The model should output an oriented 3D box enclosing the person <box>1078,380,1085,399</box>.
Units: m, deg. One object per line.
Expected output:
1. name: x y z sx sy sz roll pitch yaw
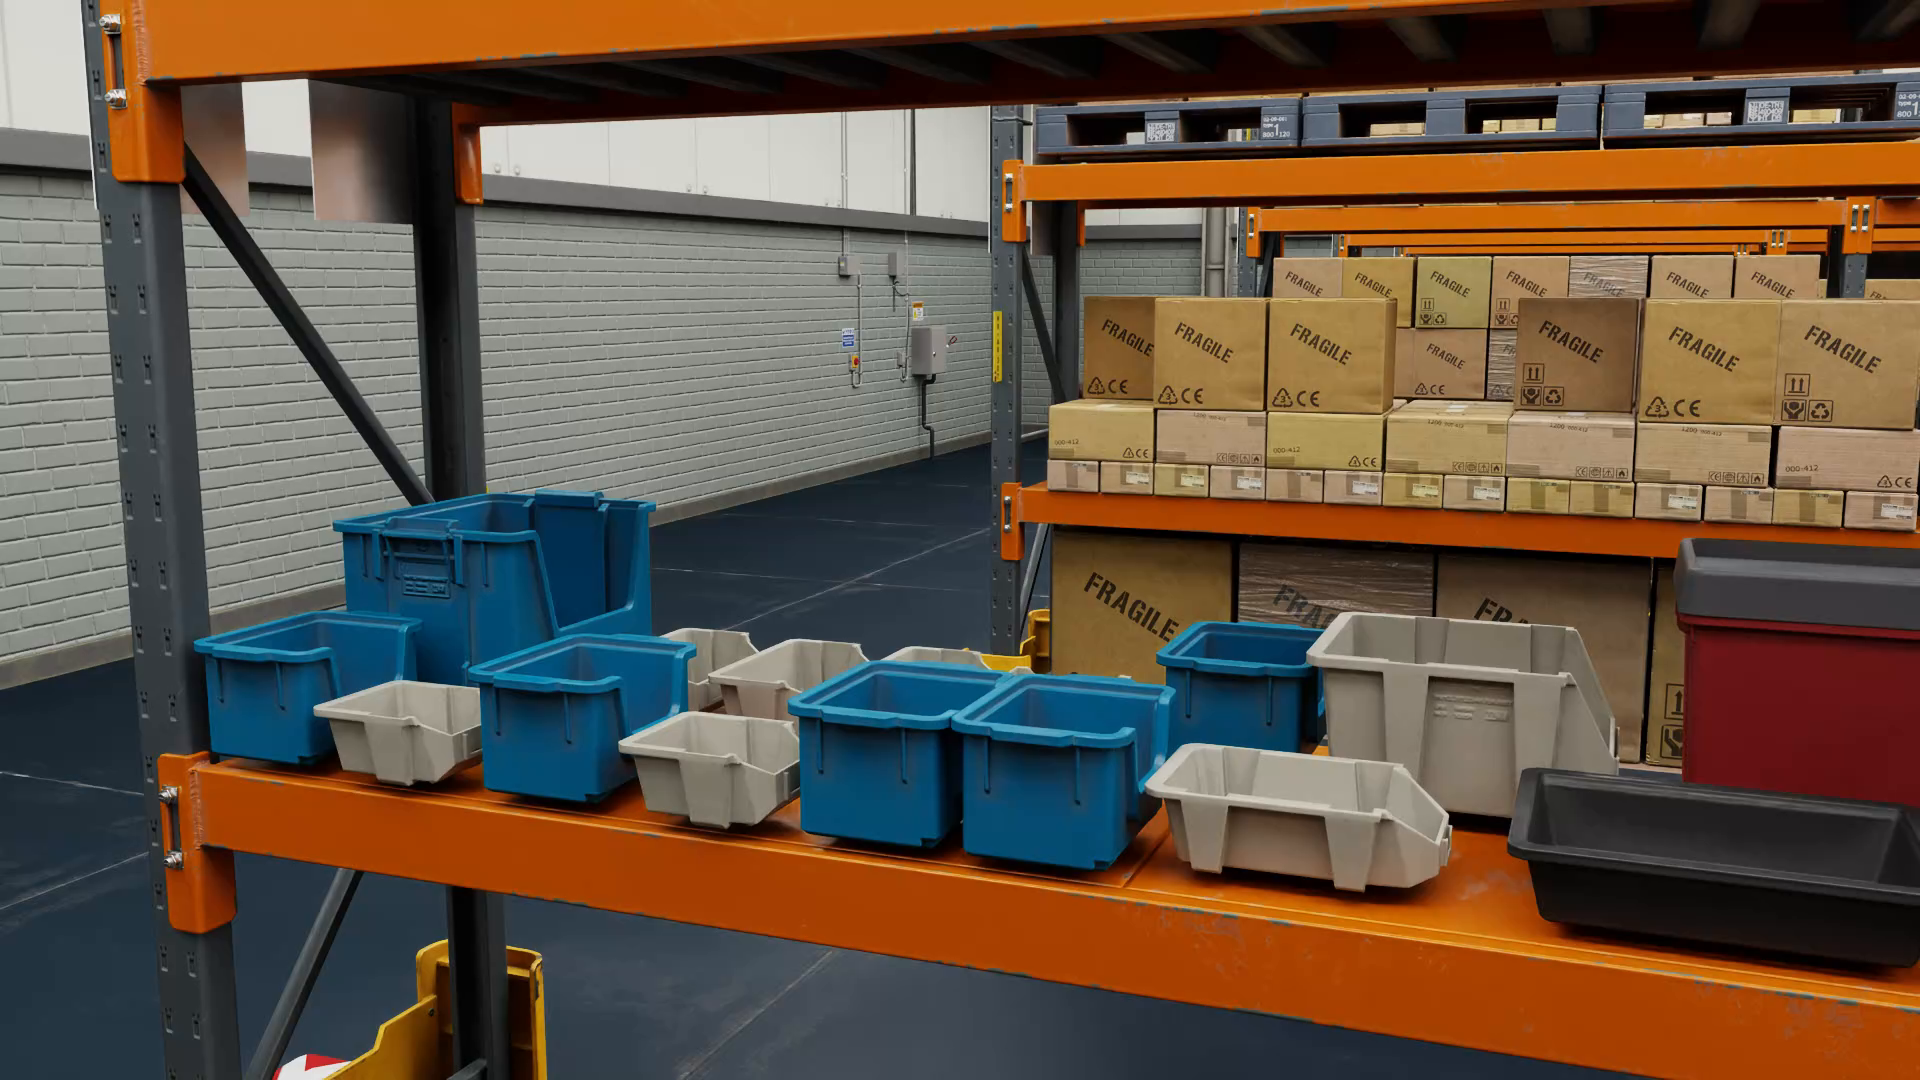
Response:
1. person: 0.787 -0.160 10.417 0.357 1.671 0.440 4 10 23
